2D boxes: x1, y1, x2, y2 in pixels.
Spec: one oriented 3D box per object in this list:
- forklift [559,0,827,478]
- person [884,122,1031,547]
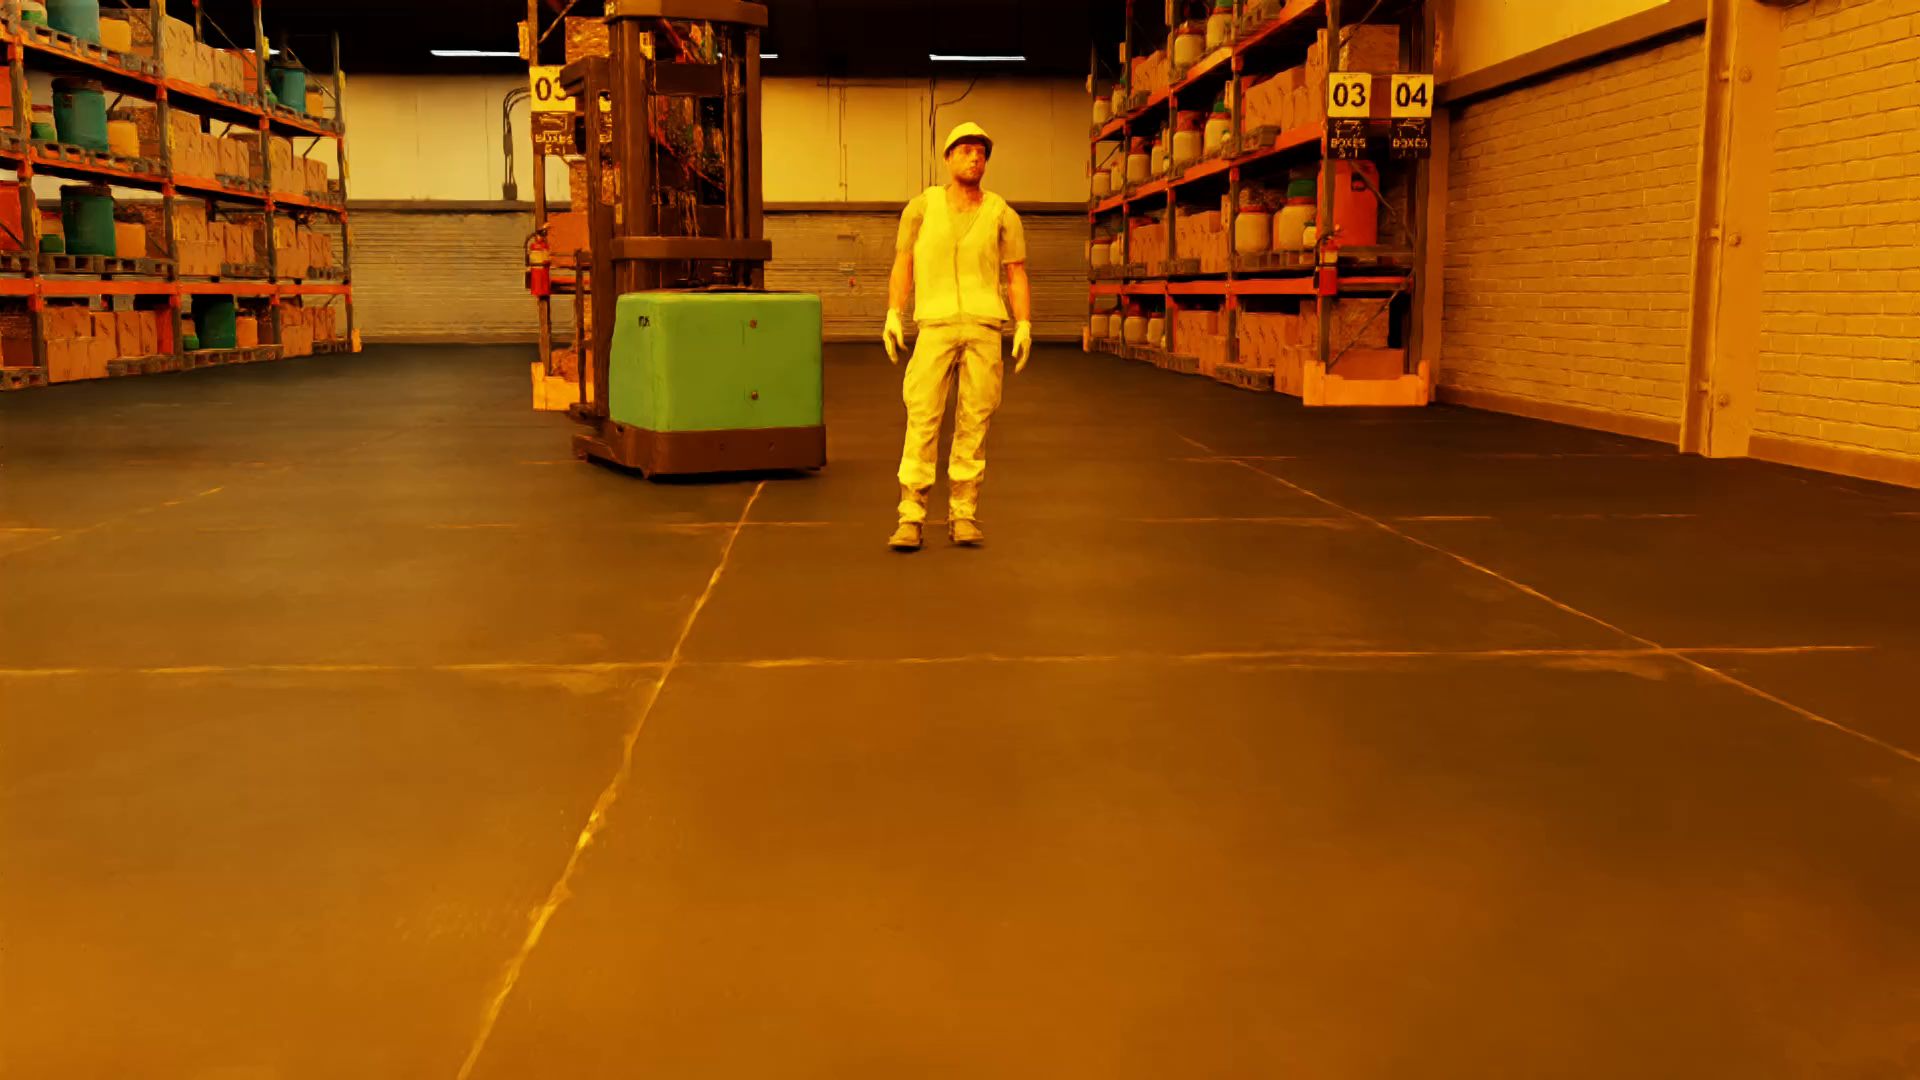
[{"bbox_3d":[-1.895,-1.979,10.662,1.130,2.935,3.031,-4,9,-26],"label":"forklift"},{"bbox_3d":[-0.006,-0.880,7.097,0.637,1.787,0.563,-1,8,-4],"label":"person"}]
